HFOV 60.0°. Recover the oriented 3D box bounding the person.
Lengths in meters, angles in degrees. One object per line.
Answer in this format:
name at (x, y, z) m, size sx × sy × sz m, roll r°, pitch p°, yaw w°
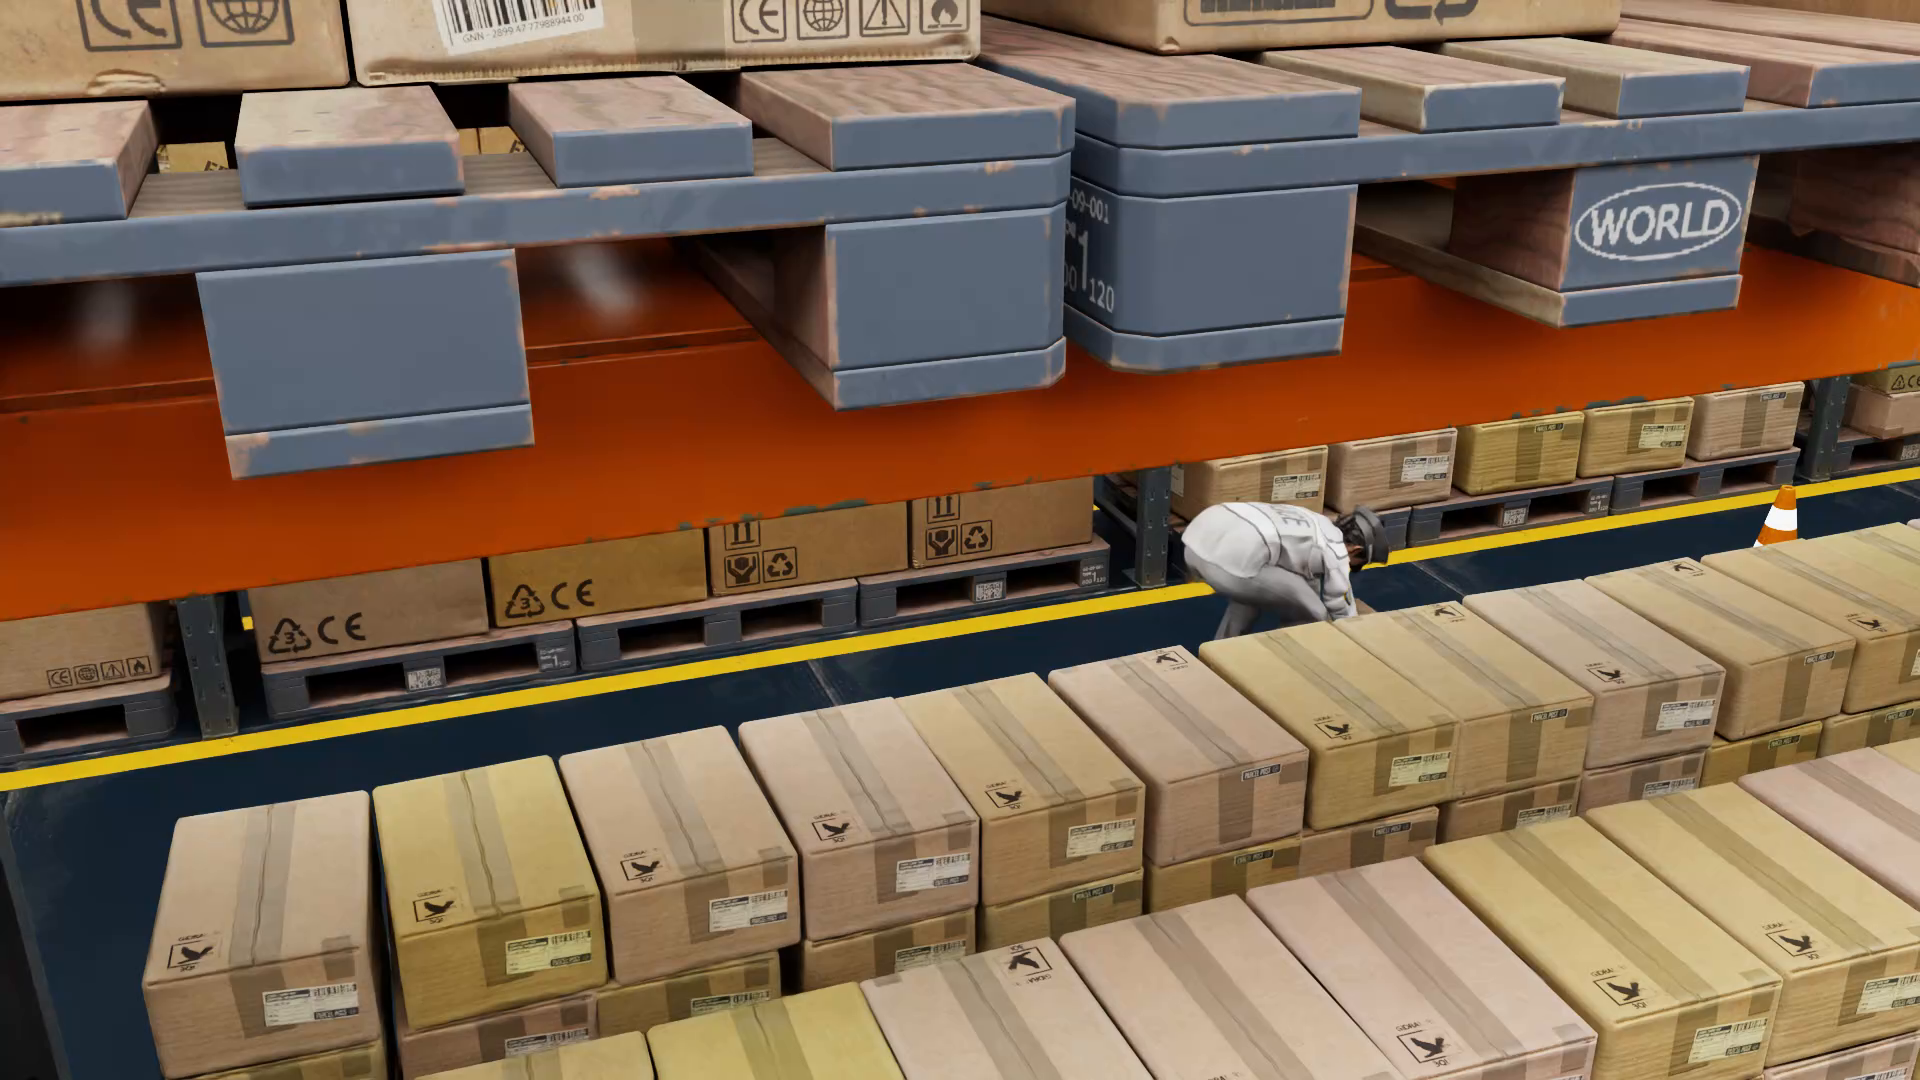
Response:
person at (1.307, 0.225, 6.695) m, size 0.897 × 0.823 × 0.469 m, roll -9°, pitch 24°, yaw -21°
